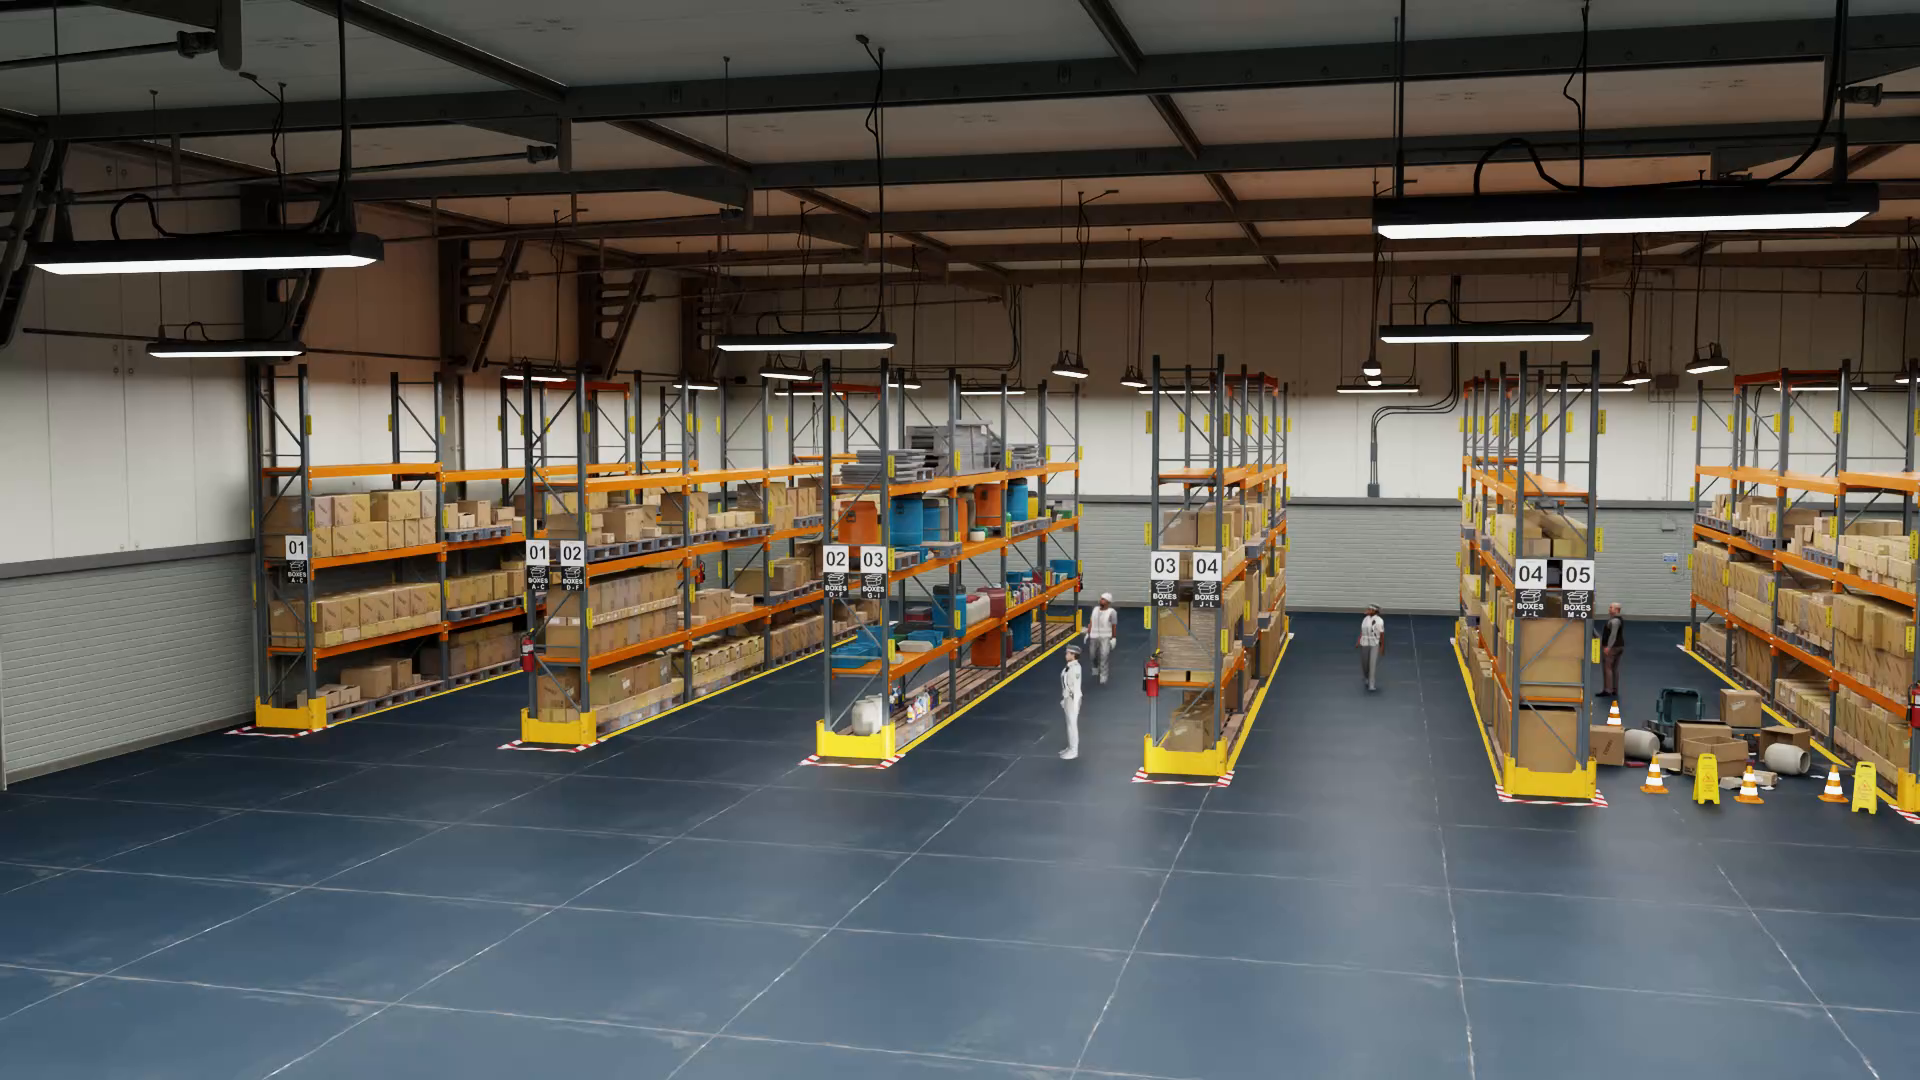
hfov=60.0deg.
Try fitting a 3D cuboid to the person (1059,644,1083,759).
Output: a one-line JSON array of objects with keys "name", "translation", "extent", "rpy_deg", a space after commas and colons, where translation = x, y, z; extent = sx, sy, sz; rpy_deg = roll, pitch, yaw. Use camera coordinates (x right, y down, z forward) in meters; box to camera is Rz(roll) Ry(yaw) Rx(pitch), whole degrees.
[{"name": "person", "translation": [1.667, 2.426, 25.188], "extent": [0.376, 1.703, 0.511], "rpy_deg": [0, 4, -5]}]

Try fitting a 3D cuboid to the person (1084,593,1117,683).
[{"name": "person", "translation": [2.739, 1.889, 32.332], "extent": [0.639, 1.731, 0.922], "rpy_deg": [1, 4, 11]}]

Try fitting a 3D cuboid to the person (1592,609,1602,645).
[{"name": "person", "translation": [14.099, 1.592, 37.584], "extent": [0.550, 1.586, 0.987], "rpy_deg": [-4, 5, -42]}]

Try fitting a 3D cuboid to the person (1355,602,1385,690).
[{"name": "person", "translation": [7.802, 1.997, 31.641], "extent": [0.555, 1.649, 0.937], "rpy_deg": [1, 4, 19]}]

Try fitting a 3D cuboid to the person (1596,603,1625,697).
[{"name": "person", "translation": [12.093, 2.025, 30.837], "extent": [0.609, 1.733, 0.419], "rpy_deg": [-3, 5, -41]}]
